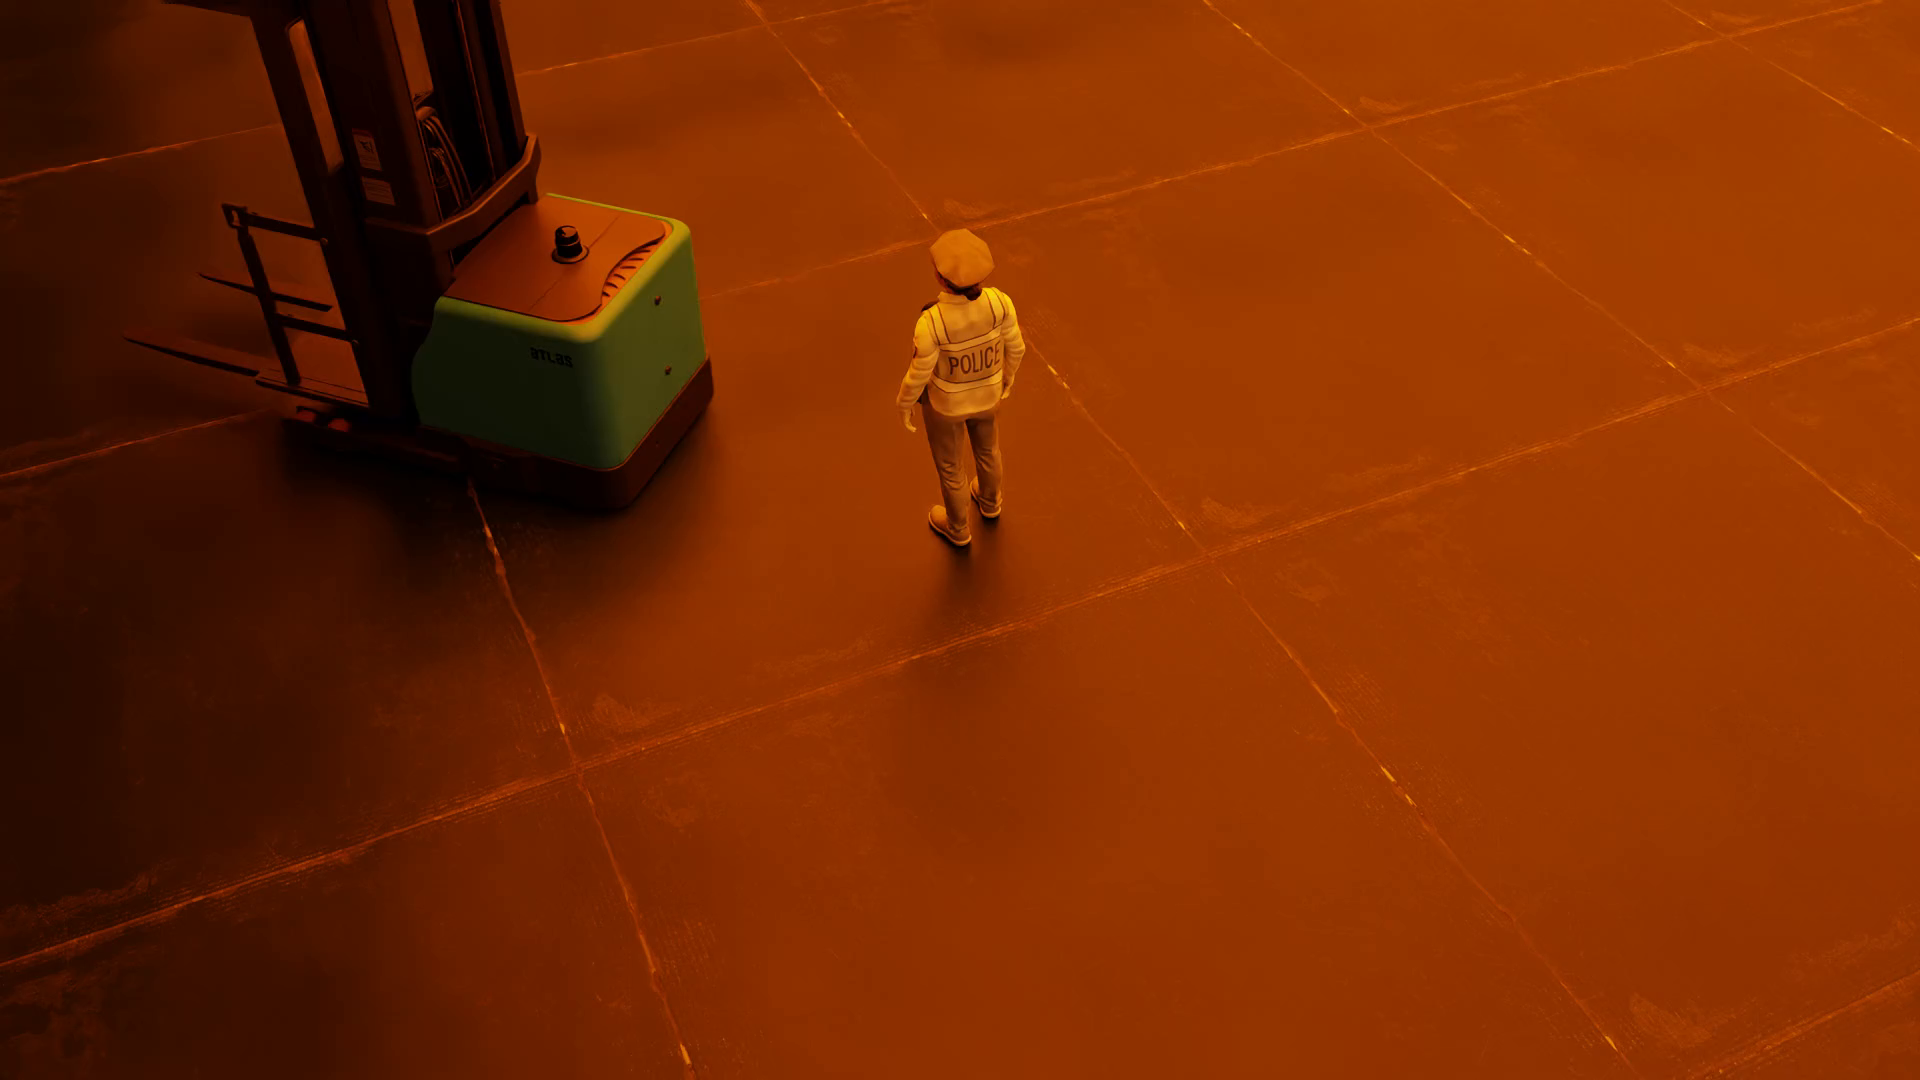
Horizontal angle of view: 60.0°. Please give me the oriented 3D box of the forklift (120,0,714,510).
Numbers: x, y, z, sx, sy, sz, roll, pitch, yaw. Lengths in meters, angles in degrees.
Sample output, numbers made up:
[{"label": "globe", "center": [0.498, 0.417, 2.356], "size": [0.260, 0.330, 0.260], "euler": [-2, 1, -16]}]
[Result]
[{"label": "forklift", "center": [-2.833, -1.835, 7.646], "size": [3.031, 2.935, 1.130], "euler": [14, 45, 15]}]

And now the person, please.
[{"label": "person", "center": [-0.022, -0.669, 7.293], "size": [0.586, 1.694, 0.532], "euler": [-18, 46, -18]}]
